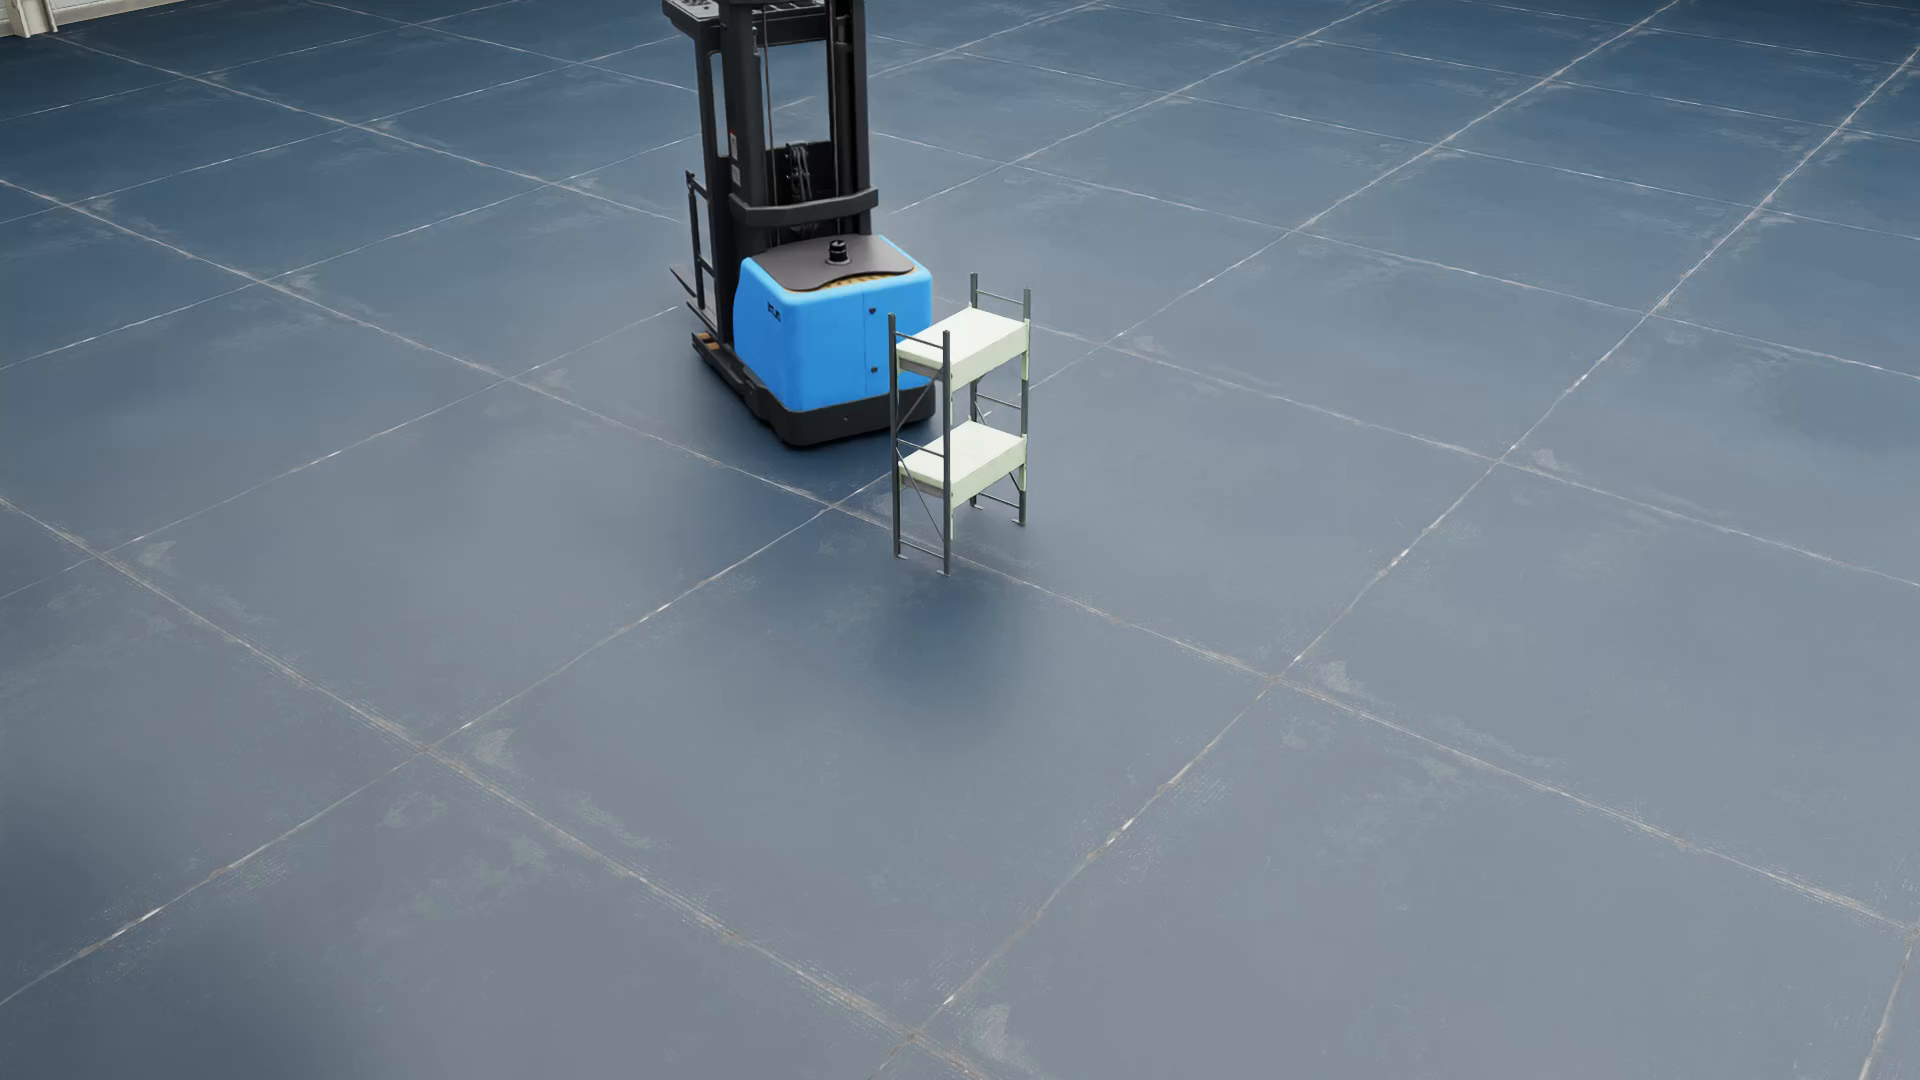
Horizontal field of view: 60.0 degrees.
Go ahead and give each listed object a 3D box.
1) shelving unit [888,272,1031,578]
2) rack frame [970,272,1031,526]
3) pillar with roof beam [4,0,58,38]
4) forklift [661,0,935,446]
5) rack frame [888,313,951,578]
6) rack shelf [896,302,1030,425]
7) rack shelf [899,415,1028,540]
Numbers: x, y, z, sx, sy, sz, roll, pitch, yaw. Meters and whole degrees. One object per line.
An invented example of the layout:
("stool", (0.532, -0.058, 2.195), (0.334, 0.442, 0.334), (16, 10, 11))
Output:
("shelving unit", (0.004, -0.648, 9.372), (0.431, 1.500, 0.755), (21, 37, 31))
("rack frame", (0.225, -0.797, 9.623), (0.400, 1.500, 0.023), (21, 37, 31))
("pillar with roof beam", (-7.742, -8.681, 15.572), (9.100, 9.000, 0.400), (21, 37, 31))
("forklift", (-1.275, -2.592, 11.249), (1.130, 2.935, 3.031), (-14, 34, -23))
("rack frame", (-0.217, -0.499, 9.121), (0.400, 1.500, 0.023), (21, 37, 31))
("rack shelf", (0.004, -0.984, 9.173), (0.431, 0.370, 0.720), (21, 37, 31))
("rack shelf", (0.004, -0.367, 9.538), (0.431, 0.370, 0.720), (21, 37, 31))
